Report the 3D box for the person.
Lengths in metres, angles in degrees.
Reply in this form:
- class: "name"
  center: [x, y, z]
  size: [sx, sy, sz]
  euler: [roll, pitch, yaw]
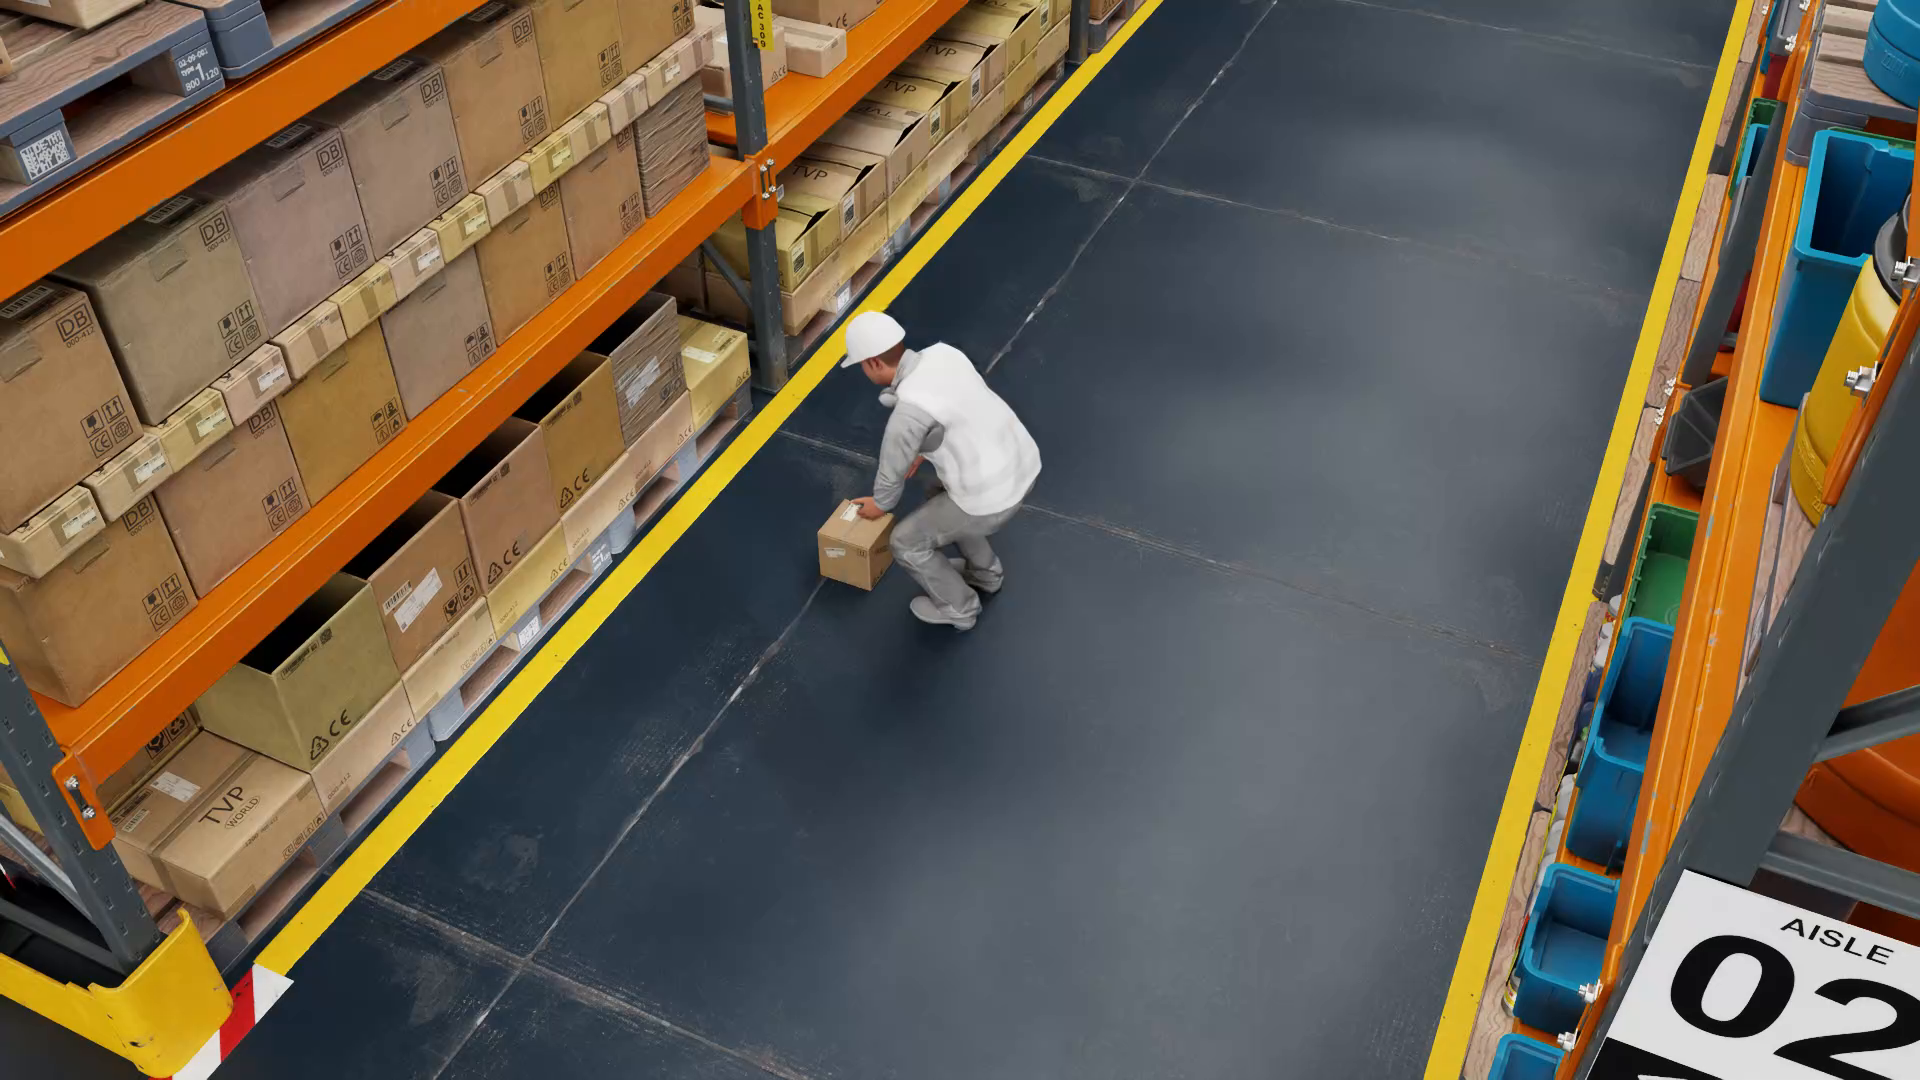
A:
- class: "person"
  center: [-0.087, -0.266, 6.729]
  size: [0.786, 1.390, 0.590]
  euler: [17, 45, 19]
